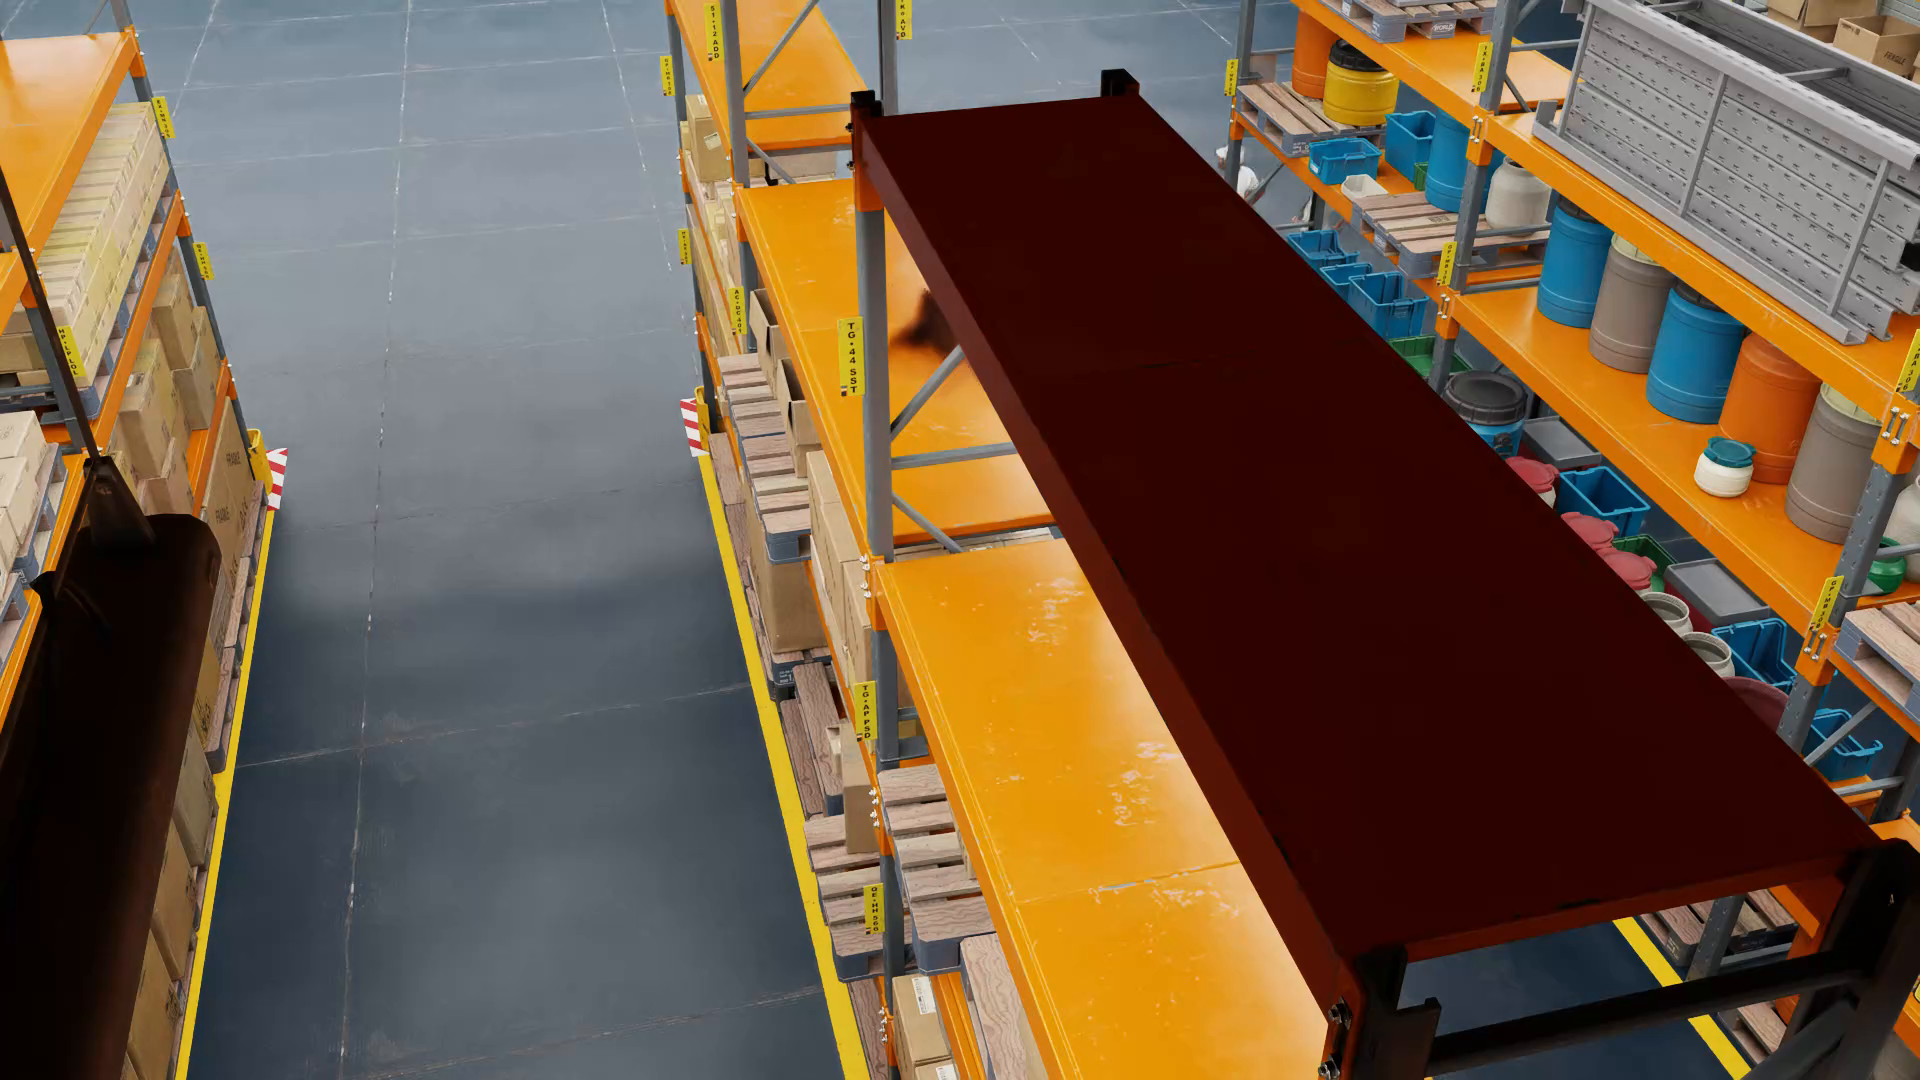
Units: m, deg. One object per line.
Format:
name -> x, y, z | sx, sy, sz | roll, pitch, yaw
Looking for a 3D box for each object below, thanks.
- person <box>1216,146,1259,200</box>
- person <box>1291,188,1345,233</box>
person -> 2.777, -3.297, 17.380 | 0.856, 1.751, 0.714 | 17, 38, 23
person -> 3.631, -3.055, 17.135 | 0.818, 1.583, 0.556 | 27, 43, 33
